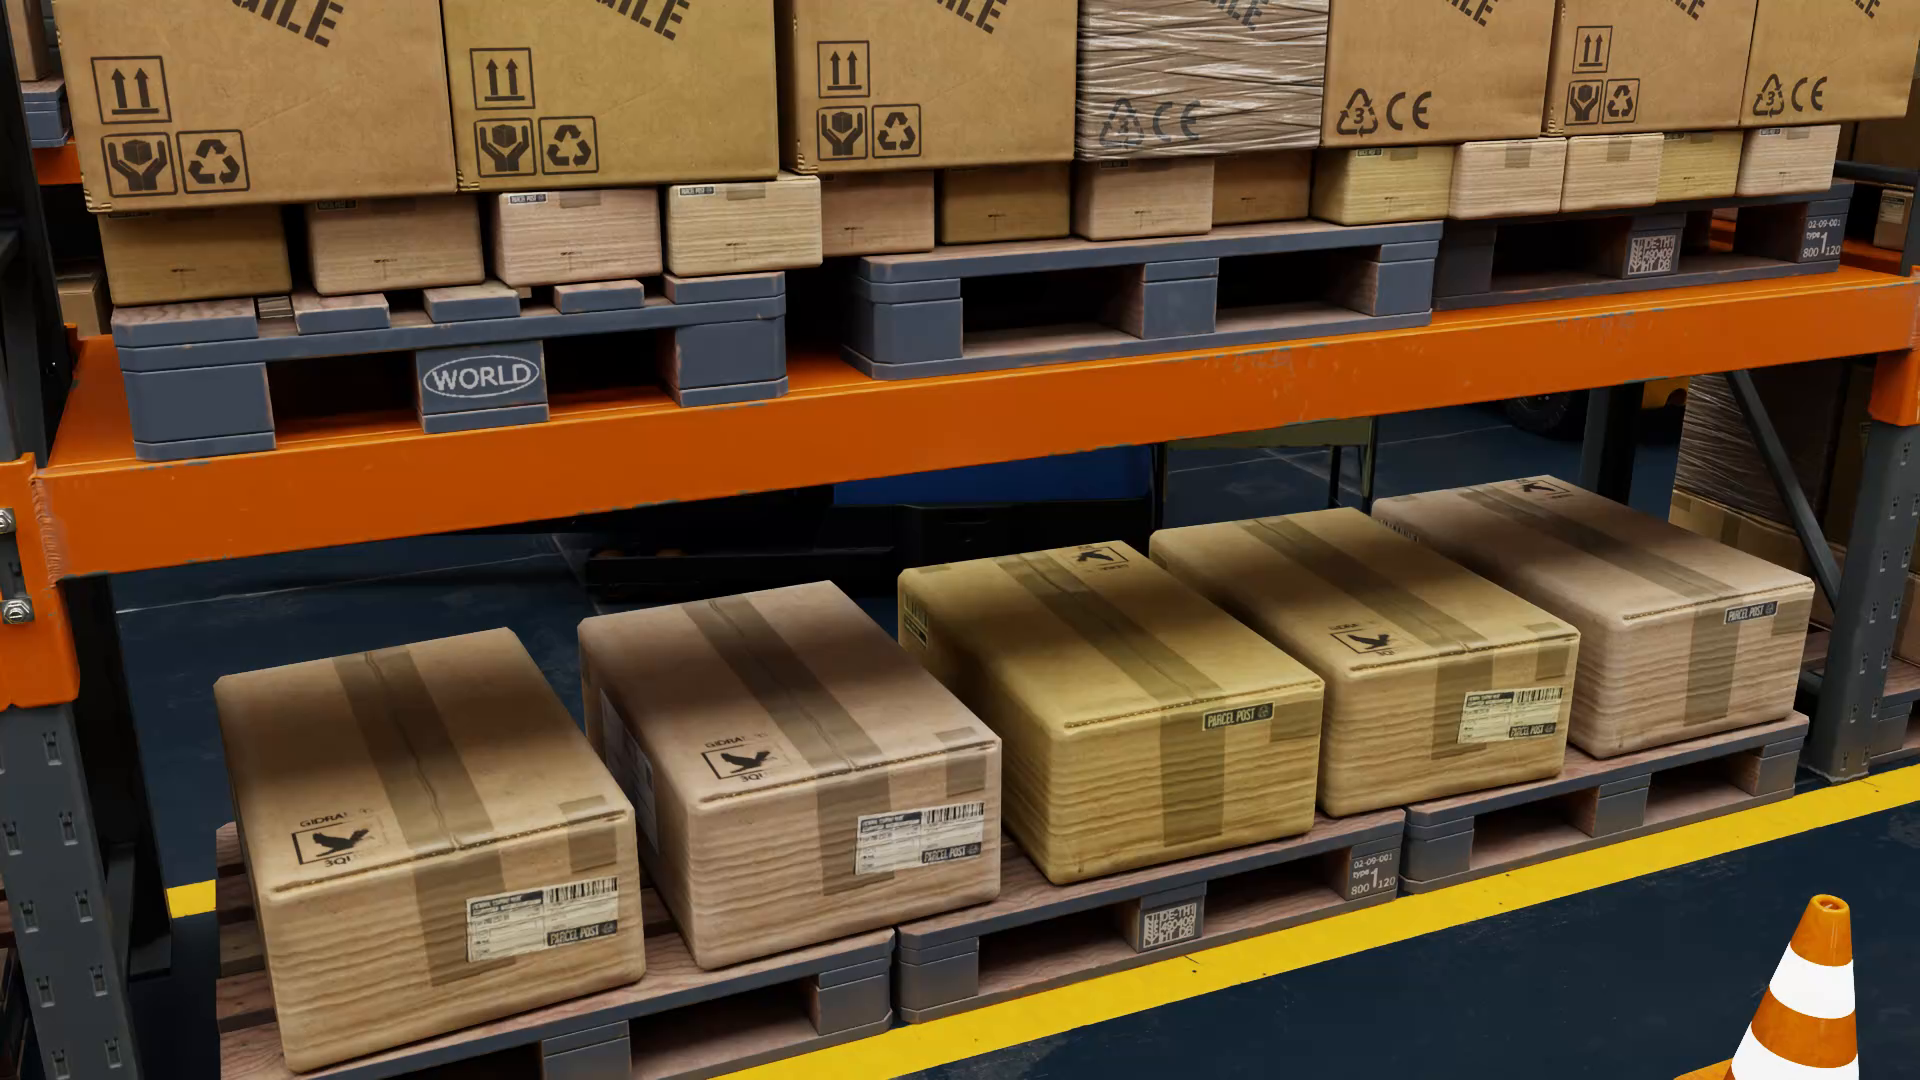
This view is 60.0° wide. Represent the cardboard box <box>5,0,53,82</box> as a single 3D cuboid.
[{"bbox_3d":[-4.094,-2.159,6.853,0.500,0.500,0.500,-7,21,-19],"label":"cardboard box"}]

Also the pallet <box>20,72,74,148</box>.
[{"bbox_3d":[-4.154,-1.732,6.715,1.003,0.211,1.213,-8,21,-22],"label":"pallet"}]

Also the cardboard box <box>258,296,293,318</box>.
[{"bbox_3d":[-2.982,-1.089,7.543,0.625,0.625,0.875,-7,21,-20],"label":"cardboard box"}]

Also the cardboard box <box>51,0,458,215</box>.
[{"bbox_3d":[-1.085,-0.794,2.531,0.500,0.500,0.500,-9,21,-23],"label":"cardboard box"}]

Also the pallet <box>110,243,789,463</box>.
[{"bbox_3d":[-0.978,-0.456,3.089,1.003,0.211,1.213,-8,21,-22],"label":"pallet"}]

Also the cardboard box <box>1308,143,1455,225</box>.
[{"bbox_3d":[0.777,-0.744,3.366,0.250,0.149,0.380,-8,21,-22],"label":"cardboard box"}]

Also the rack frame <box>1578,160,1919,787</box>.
[{"bbox_3d":[2.082,-0.946,4.194,0.127,3.000,1.000,-8,21,-22],"label":"rack frame"}]

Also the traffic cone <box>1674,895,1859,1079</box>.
[{"bbox_3d":[1.498,0.840,2.939,0.334,0.463,0.336,-8,21,-22],"label":"traffic cone"}]

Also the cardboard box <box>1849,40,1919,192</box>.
[{"bbox_3d":[2.597,-1.107,4.051,0.500,0.500,0.500,-8,21,-22],"label":"cardboard box"}]

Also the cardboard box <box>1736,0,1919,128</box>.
[{"bbox_3d":[1.749,-1.201,3.686,0.500,0.500,0.500,-9,21,-23],"label":"cardboard box"}]

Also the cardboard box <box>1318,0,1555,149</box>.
[{"bbox_3d":[0.818,-1.070,3.313,0.500,0.500,0.500,-7,21,-20],"label":"cardboard box"}]

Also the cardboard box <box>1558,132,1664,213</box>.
[{"bbox_3d":[1.248,-0.800,3.524,0.250,0.149,0.380,-9,21,-23],"label":"cardboard box"}]

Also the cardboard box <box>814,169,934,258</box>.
[{"bbox_3d":[-0.225,-0.620,3.013,0.250,0.149,0.380,-7,21,-19],"label":"cardboard box"}]

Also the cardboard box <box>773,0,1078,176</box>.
[{"bbox_3d":[-0.125,-0.937,2.936,0.500,0.500,0.500,-8,21,-21],"label":"cardboard box"}]

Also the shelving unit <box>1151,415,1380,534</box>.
[{"bbox_3d":[1.028,-0.686,5.713,0.755,1.500,0.431,-2,19,-5],"label":"shelving unit"}]

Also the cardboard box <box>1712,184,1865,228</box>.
[{"bbox_3d":[2.257,-0.963,4.619,0.250,0.149,0.380,-8,21,-22],"label":"cardboard box"}]

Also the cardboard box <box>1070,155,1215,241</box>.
[{"bbox_3d":[0.285,-0.684,3.193,0.250,0.149,0.380,-7,21,-20],"label":"cardboard box"}]

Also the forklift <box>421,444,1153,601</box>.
[{"bbox_3d":[-0.895,-1.363,5.480,3.031,2.935,1.130,-1,19,-4],"label":"forklift"}]

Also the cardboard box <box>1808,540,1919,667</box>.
[{"bbox_3d":[2.731,0.157,4.567,0.500,0.250,0.500,-9,21,-24],"label":"cardboard box"}]

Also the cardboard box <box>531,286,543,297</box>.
[{"bbox_3d":[-1.767,-1.266,8.045,0.625,0.625,0.875,-9,21,-24],"label":"cardboard box"}]

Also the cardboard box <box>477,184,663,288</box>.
[{"bbox_3d":[-0.676,-0.535,2.770,0.250,0.149,0.380,-10,22,-25],"label":"cardboard box"}]

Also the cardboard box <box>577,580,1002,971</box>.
[{"bbox_3d":[-0.393,0.450,3.551,0.625,0.372,0.950,-9,21,-23],"label":"cardboard box"}]

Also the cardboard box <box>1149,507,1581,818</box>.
[{"bbox_3d":[0.943,0.260,4.091,0.625,0.372,0.950,-7,21,-19],"label":"cardboard box"}]

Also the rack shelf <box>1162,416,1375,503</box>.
[{"bbox_3d":[1.028,-0.379,5.821,0.720,0.370,0.431,-2,19,-5],"label":"rack shelf"}]

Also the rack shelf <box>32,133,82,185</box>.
[{"bbox_3d":[-5.396,-1.331,6.369,4.000,0.370,1.077,-8,21,-22],"label":"rack shelf"}]

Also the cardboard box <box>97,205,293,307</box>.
[{"bbox_3d":[-1.218,-0.486,2.631,0.250,0.149,0.380,-9,22,-25],"label":"cardboard box"}]

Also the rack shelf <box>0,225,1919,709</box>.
[{"bbox_3d":[0.246,-0.344,3.566,4.000,0.370,1.077,-8,21,-22],"label":"rack shelf"}]

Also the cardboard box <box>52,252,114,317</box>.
[{"bbox_3d":[-4.058,-0.983,7.427,0.500,0.500,0.500,-7,21,-20],"label":"cardboard box"}]

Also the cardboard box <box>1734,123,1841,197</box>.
[{"bbox_3d":[1.719,-0.874,3.734,0.250,0.149,0.380,-8,21,-21],"label":"cardboard box"}]

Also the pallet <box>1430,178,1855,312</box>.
[{"bbox_3d":[1.323,-0.800,4.066,1.213,0.211,1.003,-8,21,-22],"label":"pallet"}]

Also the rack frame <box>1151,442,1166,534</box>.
[{"bbox_3d":[0.664,-0.675,5.680,0.023,1.500,0.400,-2,19,-5],"label":"rack frame"}]

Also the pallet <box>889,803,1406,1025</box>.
[{"bbox_3d":[0.246,0.633,3.905,1.213,0.211,1.003,-8,21,-22],"label":"pallet"}]

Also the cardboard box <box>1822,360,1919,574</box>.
[{"bbox_3d":[2.731,-0.197,4.443,0.500,0.500,0.500,-7,21,-19],"label":"cardboard box"}]
